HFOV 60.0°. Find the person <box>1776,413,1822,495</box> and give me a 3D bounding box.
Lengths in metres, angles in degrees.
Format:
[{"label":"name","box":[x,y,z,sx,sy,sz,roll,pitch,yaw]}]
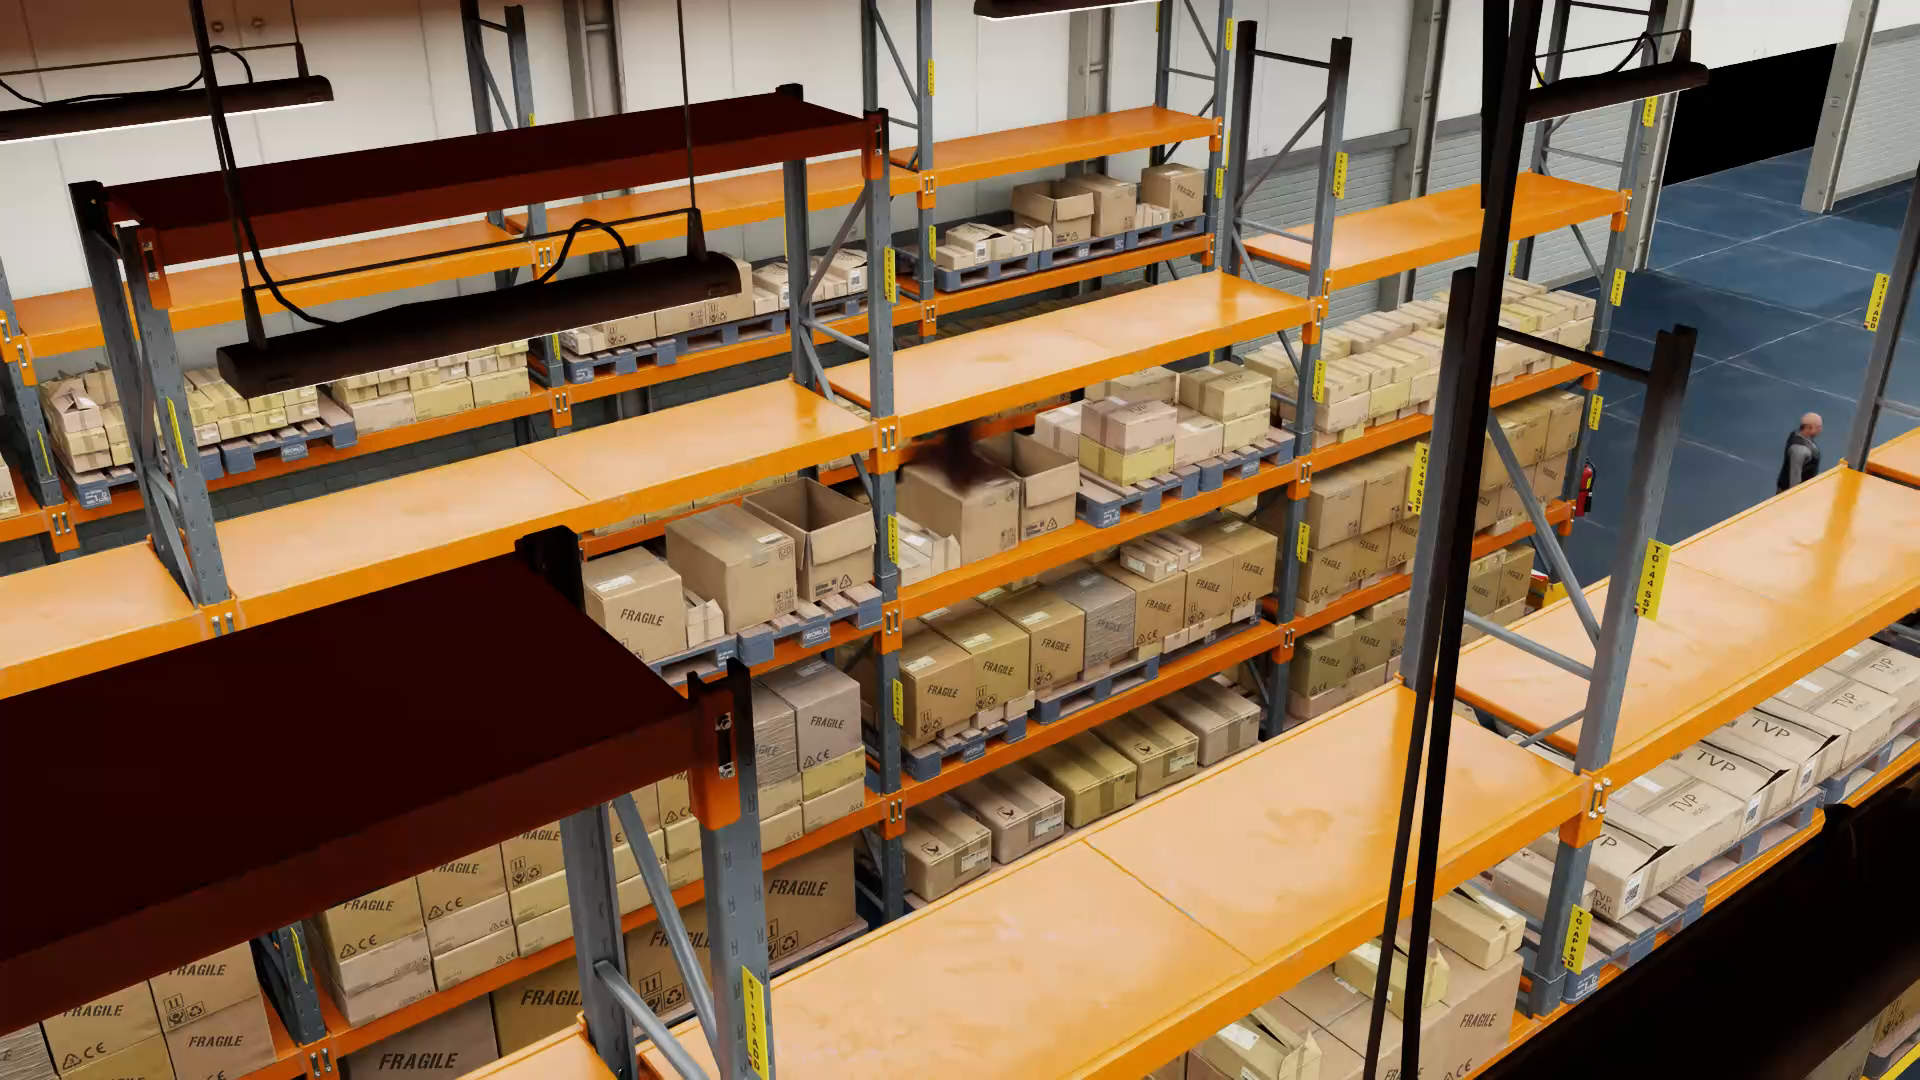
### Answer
[{"label":"person","box":[8.613,-0.526,17.229,0.476,1.729,0.572,13,29,24]}]
